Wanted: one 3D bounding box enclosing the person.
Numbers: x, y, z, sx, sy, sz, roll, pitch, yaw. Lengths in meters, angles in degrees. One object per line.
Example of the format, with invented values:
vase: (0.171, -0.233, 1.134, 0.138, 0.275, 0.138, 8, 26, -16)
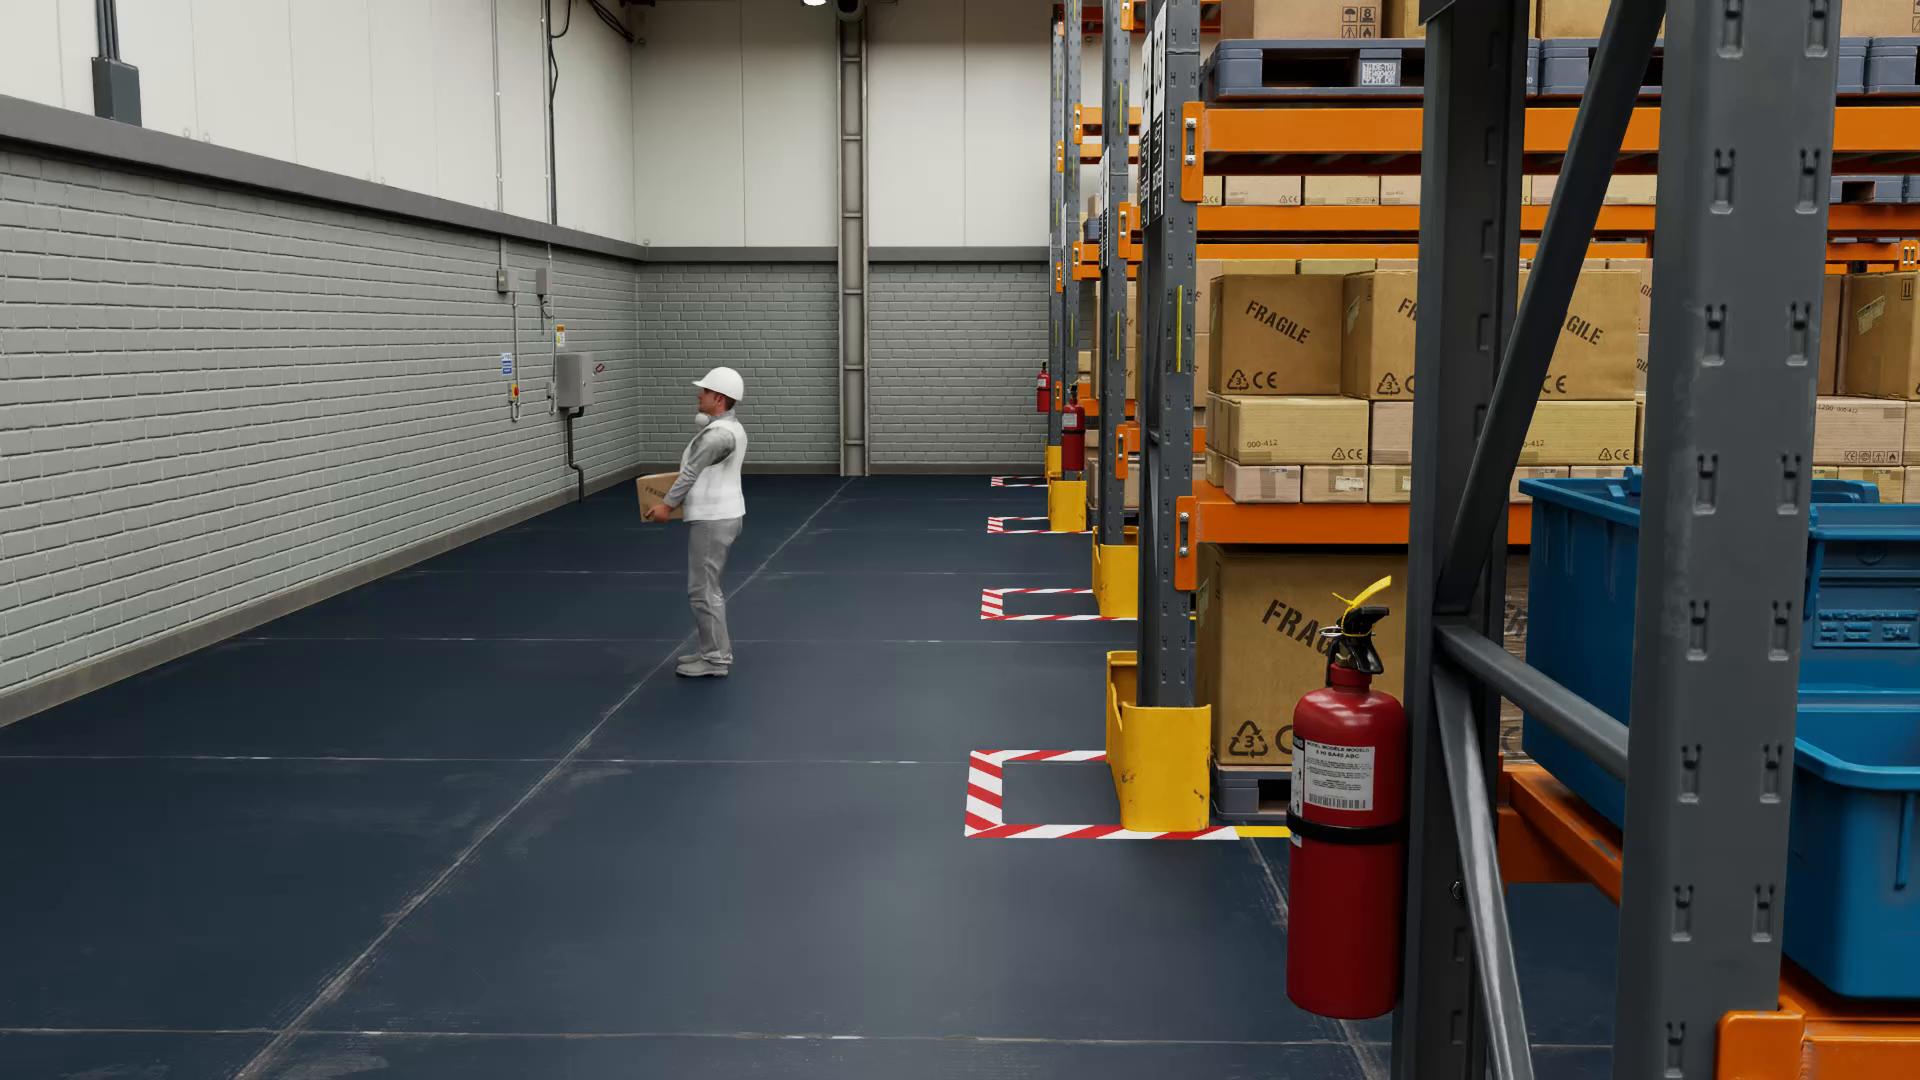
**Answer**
person: (-1.510, -0.109, 9.568, 0.556, 1.762, 0.494, 0, 7, 2)
